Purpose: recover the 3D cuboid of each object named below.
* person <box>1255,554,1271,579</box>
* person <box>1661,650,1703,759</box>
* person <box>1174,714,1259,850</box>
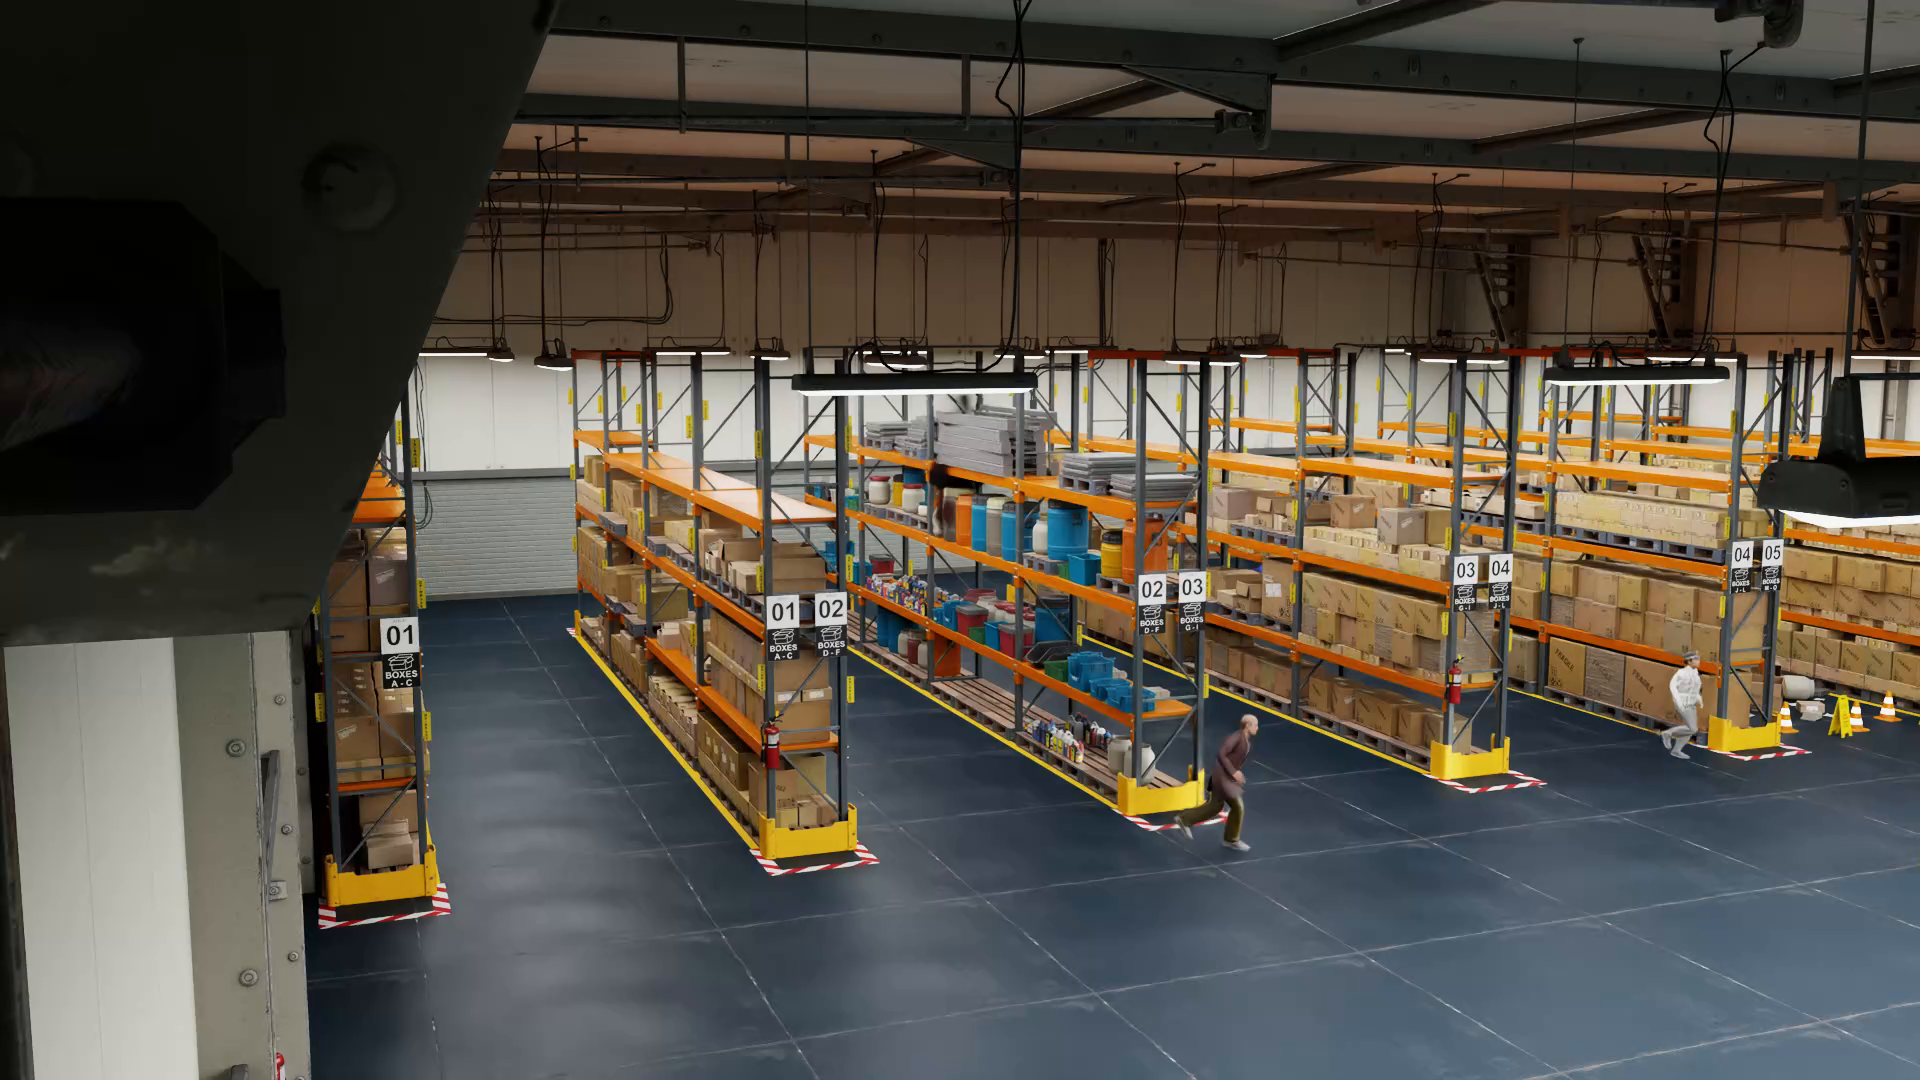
[{"bbox_3d":[6.527,1.132,35.291,0.567,1.675,0.849,-2,7,-16],"label":"person"},{"bbox_3d":[10.830,2.446,24.876,0.630,1.645,0.517,-6,10,-42],"label":"person"},{"bbox_3d":[3.176,3.004,20.637,1.013,1.613,0.699,2,8,19],"label":"person"}]
